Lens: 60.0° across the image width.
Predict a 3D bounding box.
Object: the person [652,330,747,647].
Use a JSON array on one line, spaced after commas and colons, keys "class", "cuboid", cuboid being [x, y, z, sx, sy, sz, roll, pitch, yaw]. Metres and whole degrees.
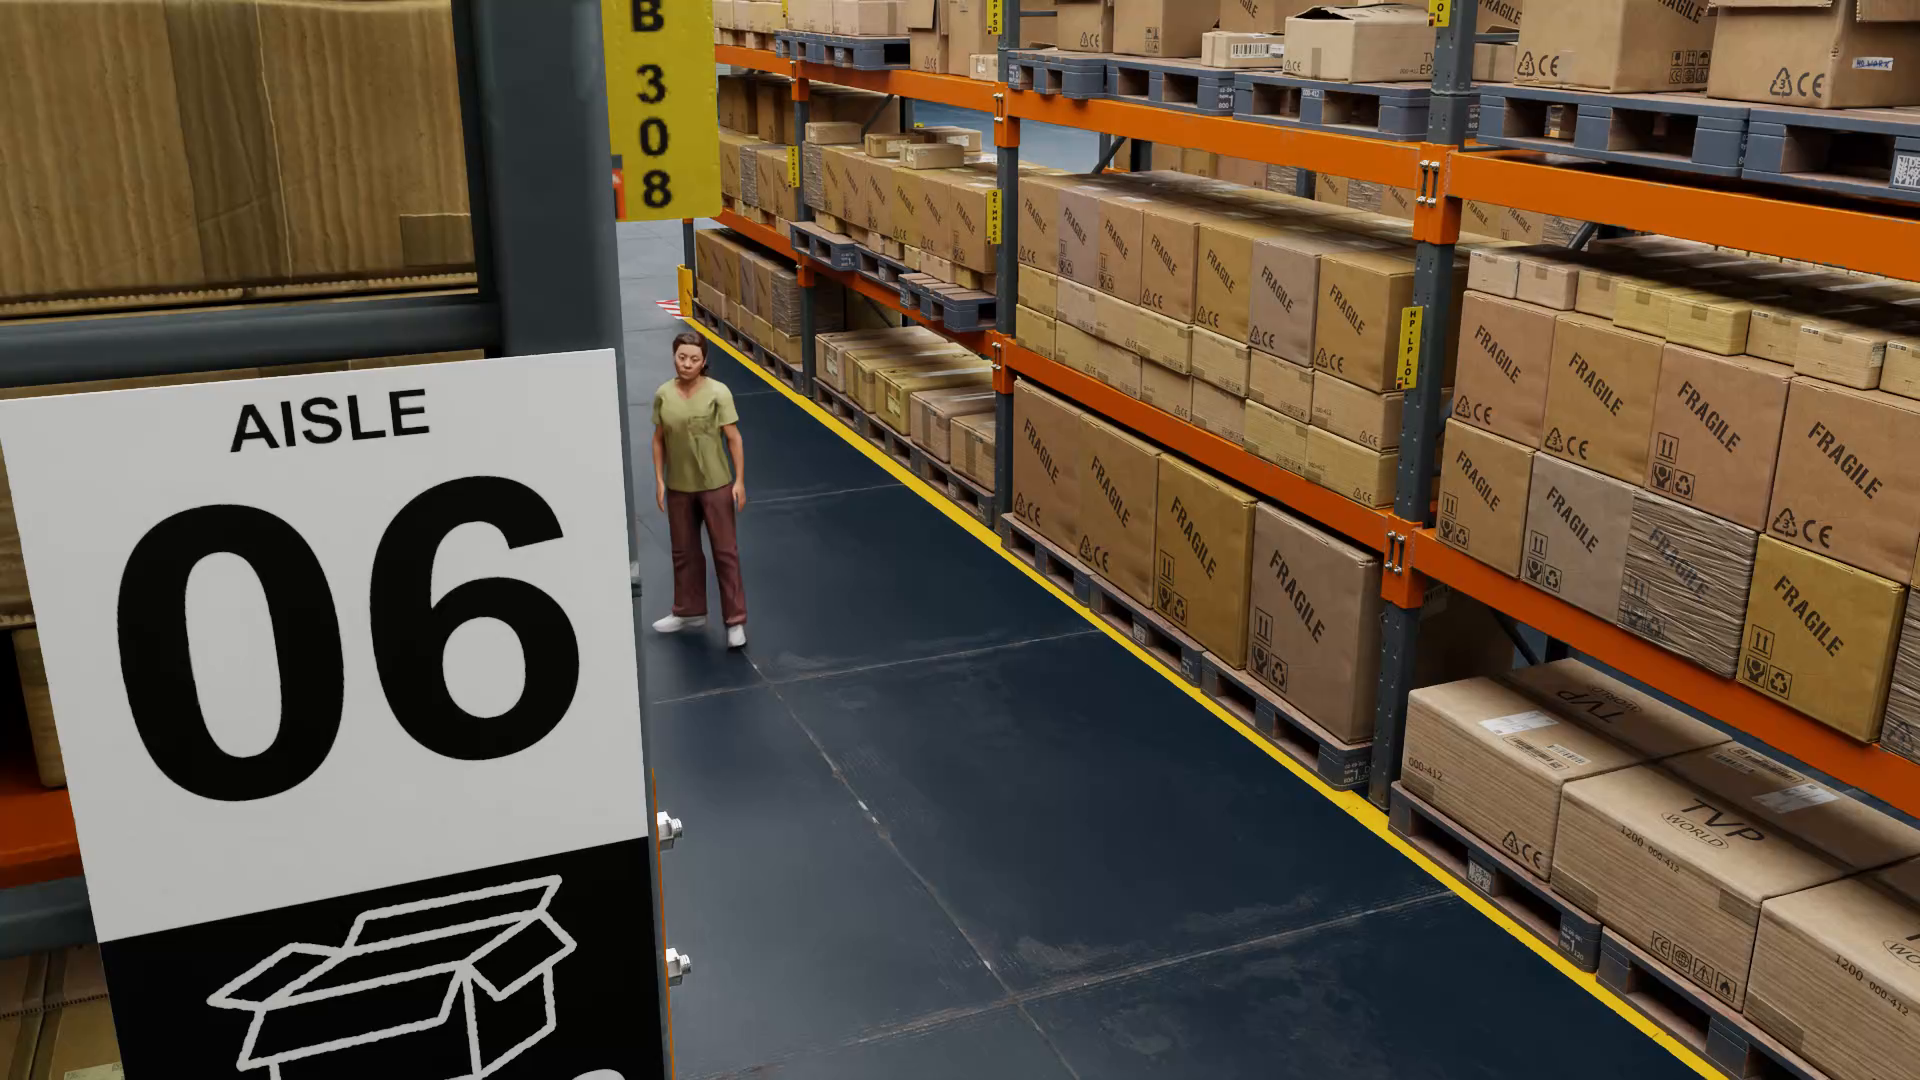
[{"class": "person", "cuboid": [-1.399, -0.277, 8.798, 0.573, 1.679, 0.375, 4, 19, 13]}]
